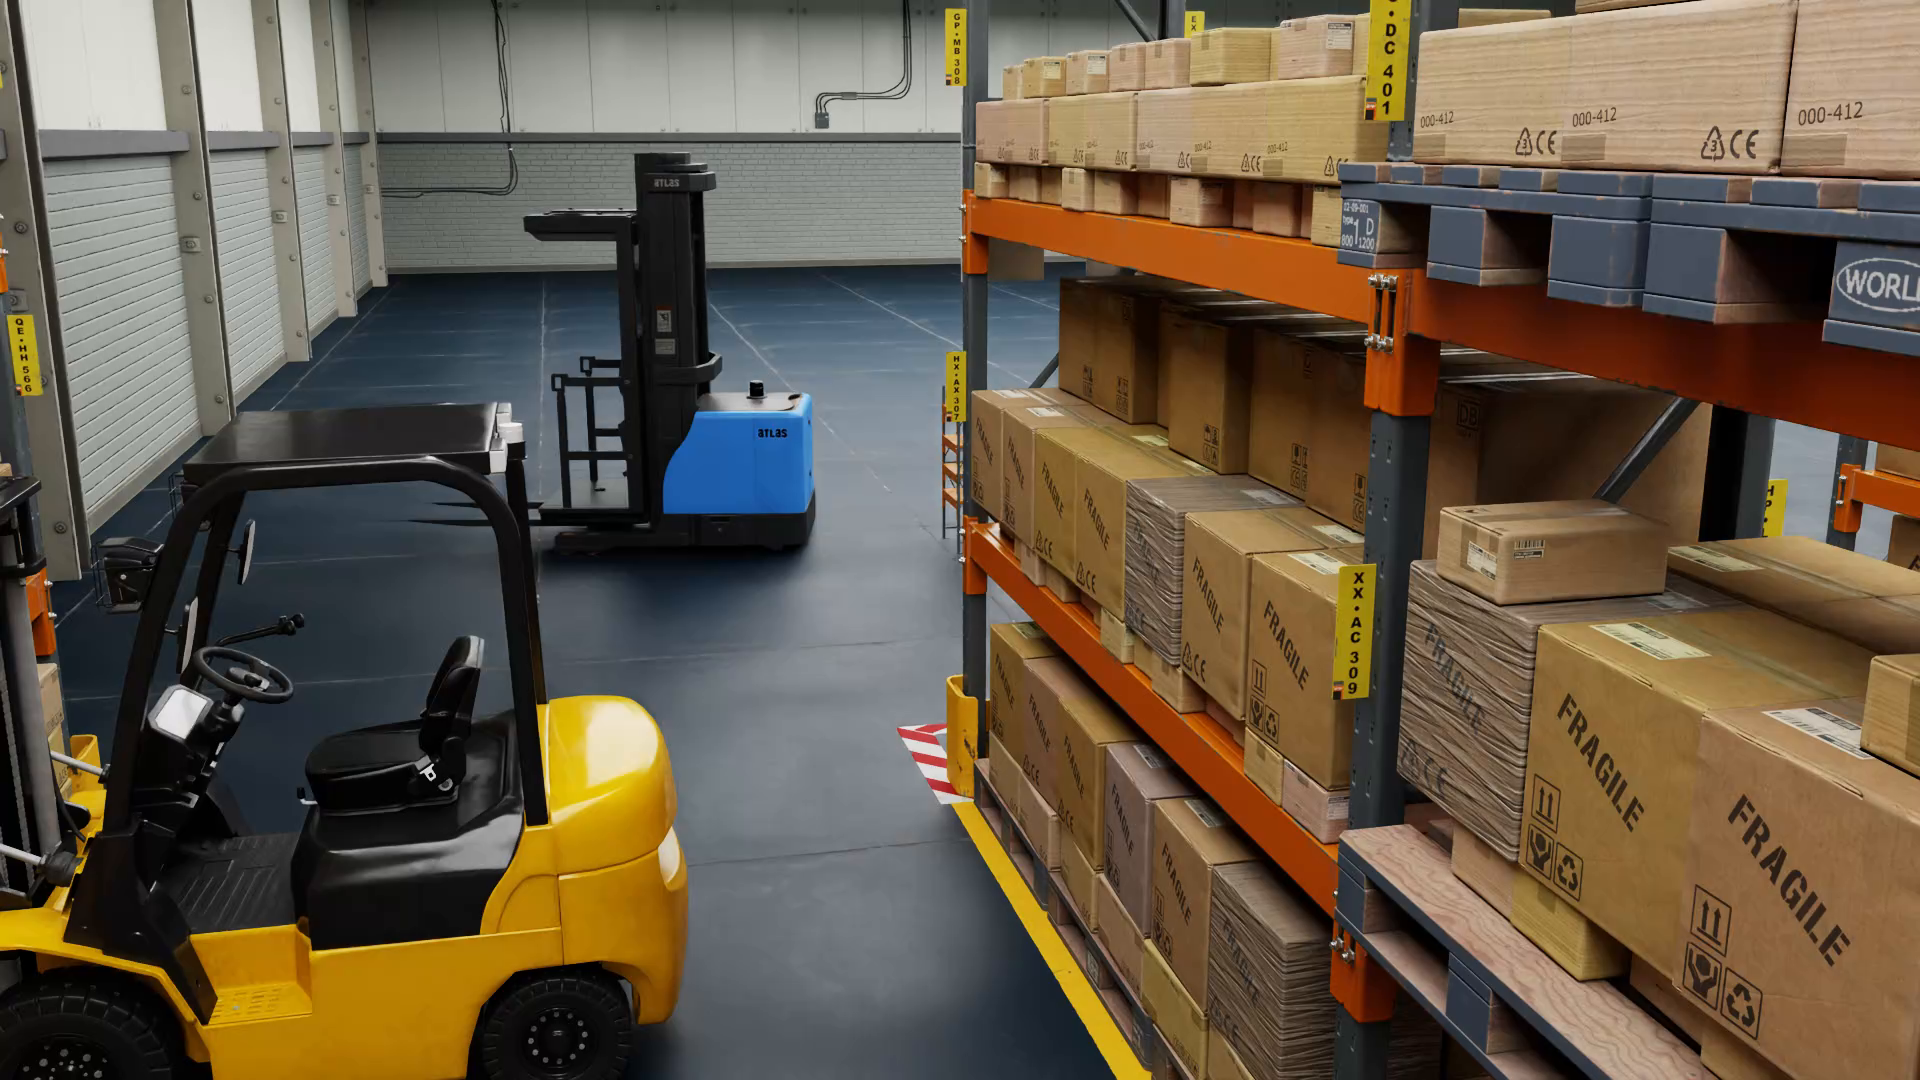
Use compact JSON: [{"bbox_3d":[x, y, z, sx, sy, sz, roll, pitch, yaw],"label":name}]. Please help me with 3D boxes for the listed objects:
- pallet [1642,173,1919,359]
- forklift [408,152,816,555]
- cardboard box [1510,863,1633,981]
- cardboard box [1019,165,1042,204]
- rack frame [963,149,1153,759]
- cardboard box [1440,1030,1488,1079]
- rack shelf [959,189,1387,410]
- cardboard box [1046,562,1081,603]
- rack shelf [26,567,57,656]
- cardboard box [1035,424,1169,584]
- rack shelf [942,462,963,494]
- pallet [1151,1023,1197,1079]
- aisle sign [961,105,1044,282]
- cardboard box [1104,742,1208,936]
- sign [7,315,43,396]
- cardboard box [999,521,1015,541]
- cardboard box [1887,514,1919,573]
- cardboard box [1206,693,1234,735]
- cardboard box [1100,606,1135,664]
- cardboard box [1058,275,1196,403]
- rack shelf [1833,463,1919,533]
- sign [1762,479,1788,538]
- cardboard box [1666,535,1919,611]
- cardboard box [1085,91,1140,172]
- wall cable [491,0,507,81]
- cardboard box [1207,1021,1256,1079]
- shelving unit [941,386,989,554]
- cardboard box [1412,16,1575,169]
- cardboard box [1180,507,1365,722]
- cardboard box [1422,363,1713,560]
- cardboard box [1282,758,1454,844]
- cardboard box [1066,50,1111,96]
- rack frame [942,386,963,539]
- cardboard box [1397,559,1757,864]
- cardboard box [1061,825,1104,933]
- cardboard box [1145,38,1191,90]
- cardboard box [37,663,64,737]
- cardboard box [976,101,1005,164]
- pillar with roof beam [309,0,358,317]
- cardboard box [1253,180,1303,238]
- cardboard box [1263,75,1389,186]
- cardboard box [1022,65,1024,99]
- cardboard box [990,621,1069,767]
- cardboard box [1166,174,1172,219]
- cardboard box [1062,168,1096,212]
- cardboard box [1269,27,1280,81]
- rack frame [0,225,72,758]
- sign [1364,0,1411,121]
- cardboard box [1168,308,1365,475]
[{"bbox_3d":[1.740,-0.374,2.211,1.213,0.211,1.003,-3,14,-13],"label":"pallet"},{"bbox_3d":[-2.672,-1.438,12.638,3.031,2.935,1.130,0,14,-1],"label":"forklift"},{"bbox_3d":[1.325,0.726,3.279,0.380,0.149,0.250,-3,14,-12],"label":"cardboard box"},{"bbox_3d":[0.453,-1.440,6.709,0.380,0.149,0.250,-3,14,-12],"label":"cardboard box"},{"bbox_3d":[0.513,-0.318,7.908,1.000,3.000,0.127,-3,14,-13],"label":"rack frame"},{"bbox_3d":[1.576,1.221,4.937,0.500,0.500,0.500,-3,14,-11],"label":"cardboard box"},{"bbox_3d":[0.983,-0.964,5.749,1.077,0.370,4.000,-3,14,-13],"label":"rack shelf"},{"bbox_3d":[0.556,0.136,6.579,0.380,0.149,0.250,-3,14,-12],"label":"cardboard box"},{"bbox_3d":[-3.841,0.771,4.969,1.077,0.370,4.000,-3,14,-13],"label":"rack shelf"},{"bbox_3d":[0.600,-0.149,6.381,0.500,0.500,0.500,-4,14,-14],"label":"cardboard box"},{"bbox_3d":[0.039,-0.479,12.644,0.258,0.148,0.480,-3,14,-13],"label":"rack shelf"},{"bbox_3d":[1.260,1.807,5.088,1.003,0.211,1.213,-3,14,-13],"label":"pallet"},{"bbox_3d":[0.197,-1.578,7.587,0.394,0.787,0.004,-3,14,-13],"label":"aisle sign"},{"bbox_3d":[0.810,1.016,5.777,0.500,0.500,0.500,-3,14,-10],"label":"cardboard box"},{"bbox_3d":[-3.780,-0.745,6.717,0.100,0.325,0.005,-3,14,-13],"label":"sign"},{"bbox_3d":[0.391,-0.106,7.570,0.380,0.149,0.250,-3,14,-13],"label":"cardboard box"},{"bbox_3d":[5.524,0.364,8.710,0.875,0.875,0.875,-3,14,-13],"label":"cardboard box"},{"bbox_3d":[0.985,0.490,5.131,0.380,0.149,0.250,-3,14,-14],"label":"cardboard box"},{"bbox_3d":[0.712,0.318,5.836,0.380,0.149,0.250,-3,14,-13],"label":"cardboard box"},{"bbox_3d":[0.845,-0.891,7.310,0.700,0.500,0.500,-4,14,-15],"label":"cardboard box"},{"bbox_3d":[5.770,0.194,7.329,1.077,0.370,4.000,-3,14,-13],"label":"rack shelf"},{"bbox_3d":[1.991,0.011,4.123,0.100,0.325,0.005,-3,14,-13],"label":"sign"},{"bbox_3d":[1.784,0.302,3.650,0.500,0.500,0.500,-4,14,-14],"label":"cardboard box"},{"bbox_3d":[0.727,-1.362,5.551,0.500,0.250,0.500,-3,14,-12],"label":"cardboard box"},{"bbox_3d":[-8.846,-11.514,36.994,3.097,2.526,0.112,-3,14,-13],"label":"wall cable"},{"bbox_3d":[1.052,1.615,4.904,0.500,0.250,0.500,-3,14,-11],"label":"cardboard box"},{"bbox_3d":[0.039,-0.545,12.628,0.258,1.200,0.503,-3,14,-13],"label":"shelving unit"},{"bbox_3d":[1.200,-0.826,3.100,0.500,0.250,0.500,-4,14,-15],"label":"cardboard box"},{"bbox_3d":[0.979,0.205,4.931,0.500,0.500,0.500,-3,14,-11],"label":"cardboard box"},{"bbox_3d":[1.560,-0.187,4.430,0.700,0.500,0.500,-3,14,-14],"label":"cardboard box"},{"bbox_3d":[1.080,0.670,4.395,0.380,0.149,0.250,-3,14,-14],"label":"cardboard box"},{"bbox_3d":[0.591,-1.650,5.889,0.380,0.149,0.250,-3,14,-12],"label":"cardboard box"},{"bbox_3d":[-0.018,-0.601,12.859,0.240,1.200,0.015,-3,14,-13],"label":"rack frame"},{"bbox_3d":[1.284,0.332,3.526,0.500,0.500,0.500,-3,14,-12],"label":"cardboard box"},{"bbox_3d":[0.686,1.259,6.364,0.500,0.250,0.500,-2,14,-9],"label":"cardboard box"},{"bbox_3d":[0.795,-1.474,5.169,0.380,0.149,0.250,-3,14,-13],"label":"cardboard box"},{"bbox_3d":[-3.900,0.694,6.566,0.500,0.250,0.500,-3,14,-11],"label":"cardboard box"},{"bbox_3d":[0.372,-1.716,6.999,0.500,0.250,0.500,-4,14,-14],"label":"cardboard box"},{"bbox_3d":[-6.476,-8.520,28.841,9.100,9.000,0.400,-3,14,-13],"label":"pillar with roof beam"},{"bbox_3d":[1.024,-0.907,4.528,0.380,0.149,0.250,-3,14,-13],"label":"cardboard box"},{"bbox_3d":[1.086,-1.011,4.114,0.500,0.250,0.500,-3,14,-14],"label":"cardboard box"},{"bbox_3d":[0.473,-1.890,6.871,0.380,0.149,0.250,-3,14,-13],"label":"cardboard box"},{"bbox_3d":[0.440,0.657,7.248,0.500,0.500,0.500,-4,14,-15],"label":"cardboard box"},{"bbox_3d":[0.875,-1.089,5.272,0.380,0.149,0.250,-3,14,-12],"label":"cardboard box"},{"bbox_3d":[0.582,-1.261,5.975,0.380,0.149,0.250,-3,14,-13],"label":"cardboard box"},{"bbox_3d":[1.056,-1.299,4.454,0.380,0.149,0.250,-3,14,-12],"label":"cardboard box"},{"bbox_3d":[-4.311,-0.040,6.772,1.000,3.000,0.127,-3,14,-13],"label":"rack frame"},{"bbox_3d":[0.927,-1.071,3.582,0.100,0.325,0.005,-3,14,-13],"label":"sign"},{"bbox_3d":[1.159,-0.539,5.869,0.700,0.500,0.500,-3,14,-14],"label":"cardboard box"}]
